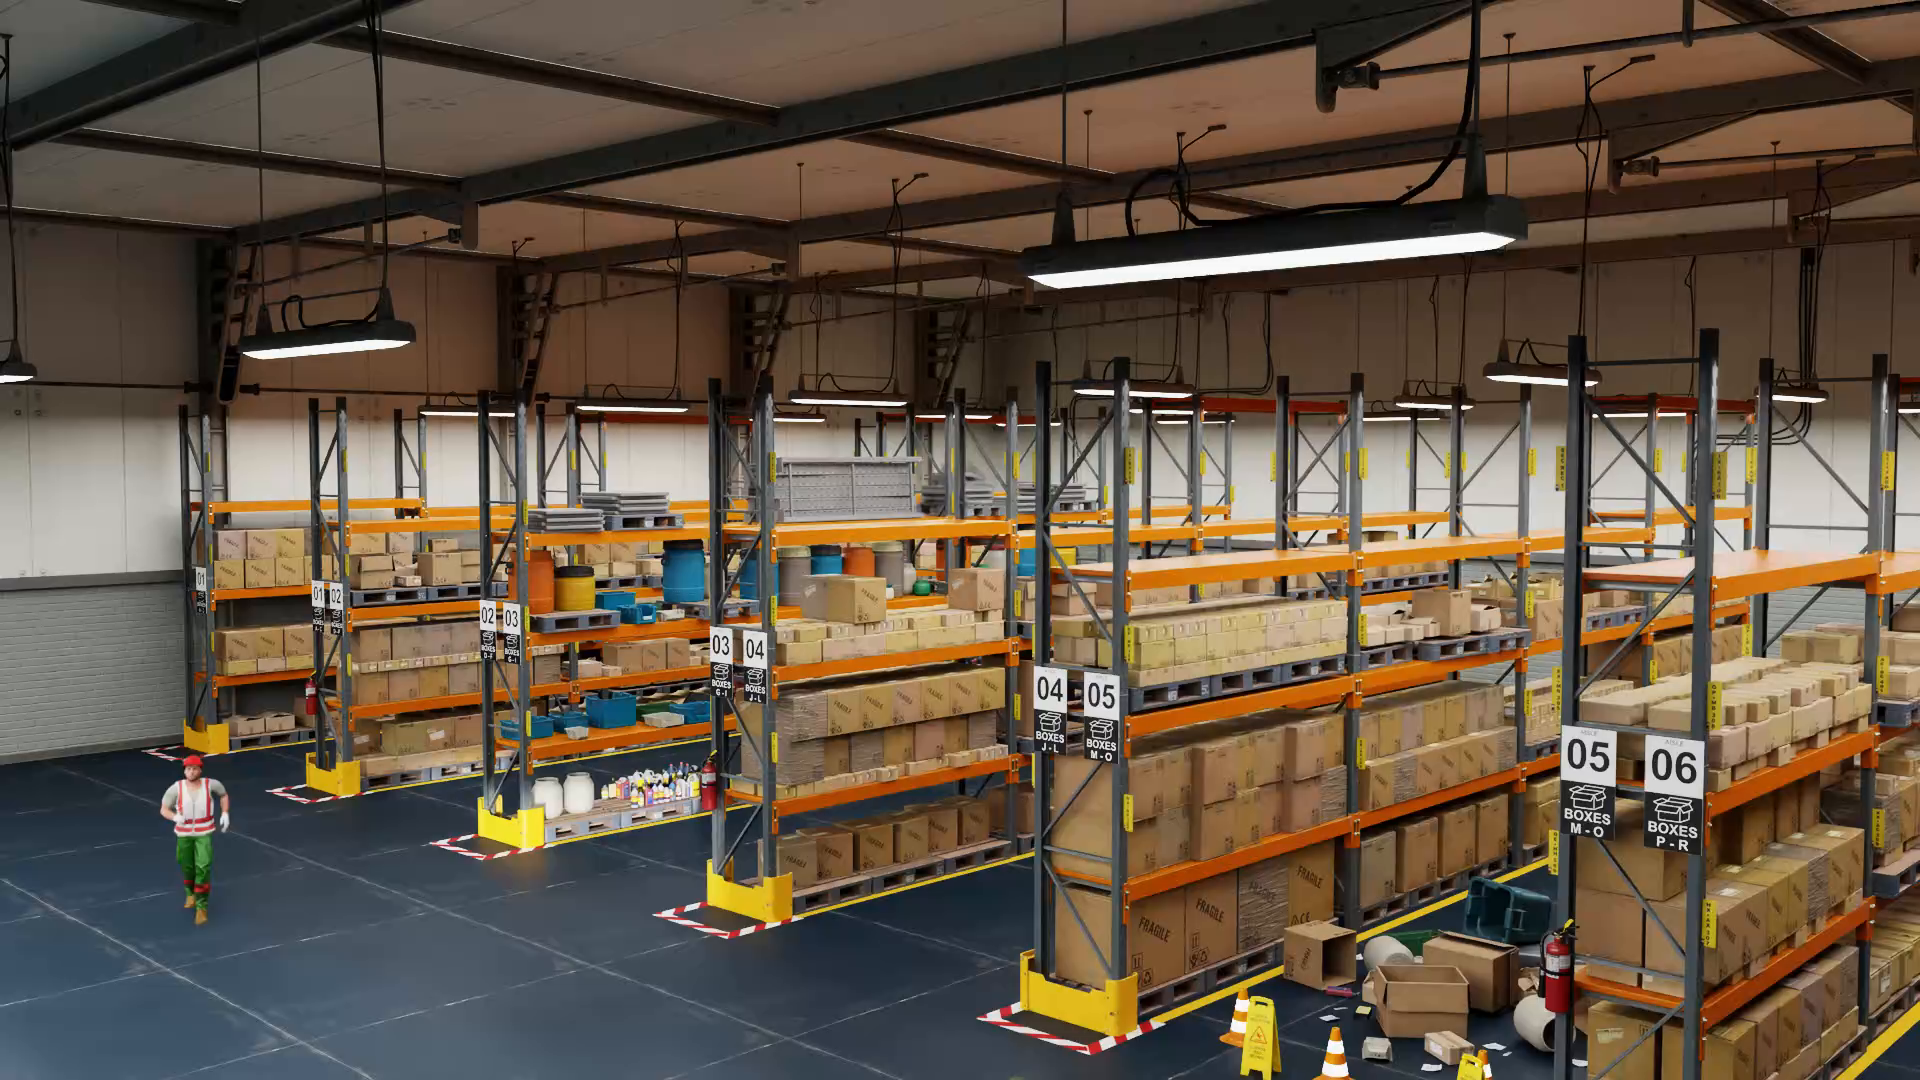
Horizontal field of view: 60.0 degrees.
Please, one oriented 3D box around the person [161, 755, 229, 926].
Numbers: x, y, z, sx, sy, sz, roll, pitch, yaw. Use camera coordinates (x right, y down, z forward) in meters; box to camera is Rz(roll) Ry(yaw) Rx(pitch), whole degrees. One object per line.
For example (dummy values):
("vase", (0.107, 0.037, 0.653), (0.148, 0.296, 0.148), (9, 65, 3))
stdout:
("person", (-8.487, 3.291, 18.458), (0.684, 1.829, 0.827), (-1, 3, -20))
